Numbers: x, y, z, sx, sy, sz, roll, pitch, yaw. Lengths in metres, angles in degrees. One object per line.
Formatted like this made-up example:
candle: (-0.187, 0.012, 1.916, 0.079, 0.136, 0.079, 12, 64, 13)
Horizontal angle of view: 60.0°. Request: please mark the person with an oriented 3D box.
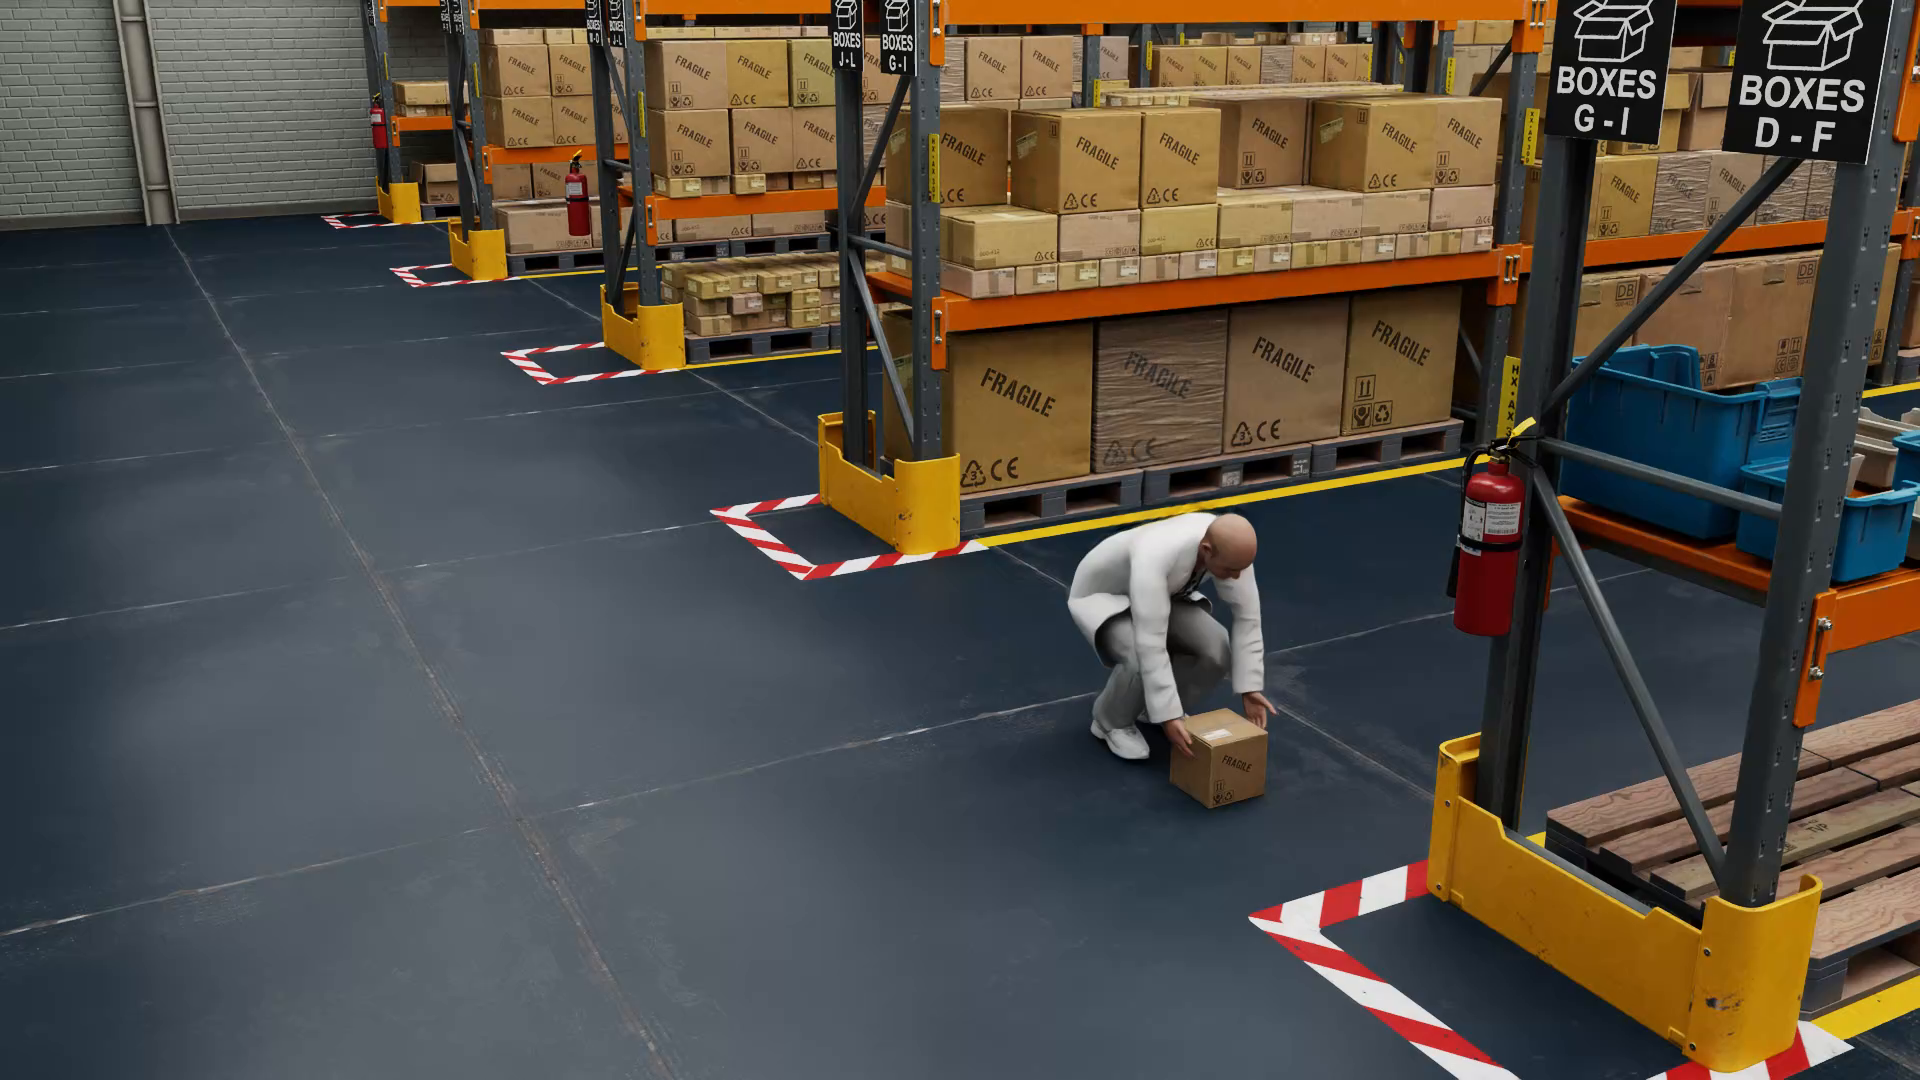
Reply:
person: (0.786, 0.328, 6.326, 0.607, 1.004, 0.894, -10, 20, -27)
